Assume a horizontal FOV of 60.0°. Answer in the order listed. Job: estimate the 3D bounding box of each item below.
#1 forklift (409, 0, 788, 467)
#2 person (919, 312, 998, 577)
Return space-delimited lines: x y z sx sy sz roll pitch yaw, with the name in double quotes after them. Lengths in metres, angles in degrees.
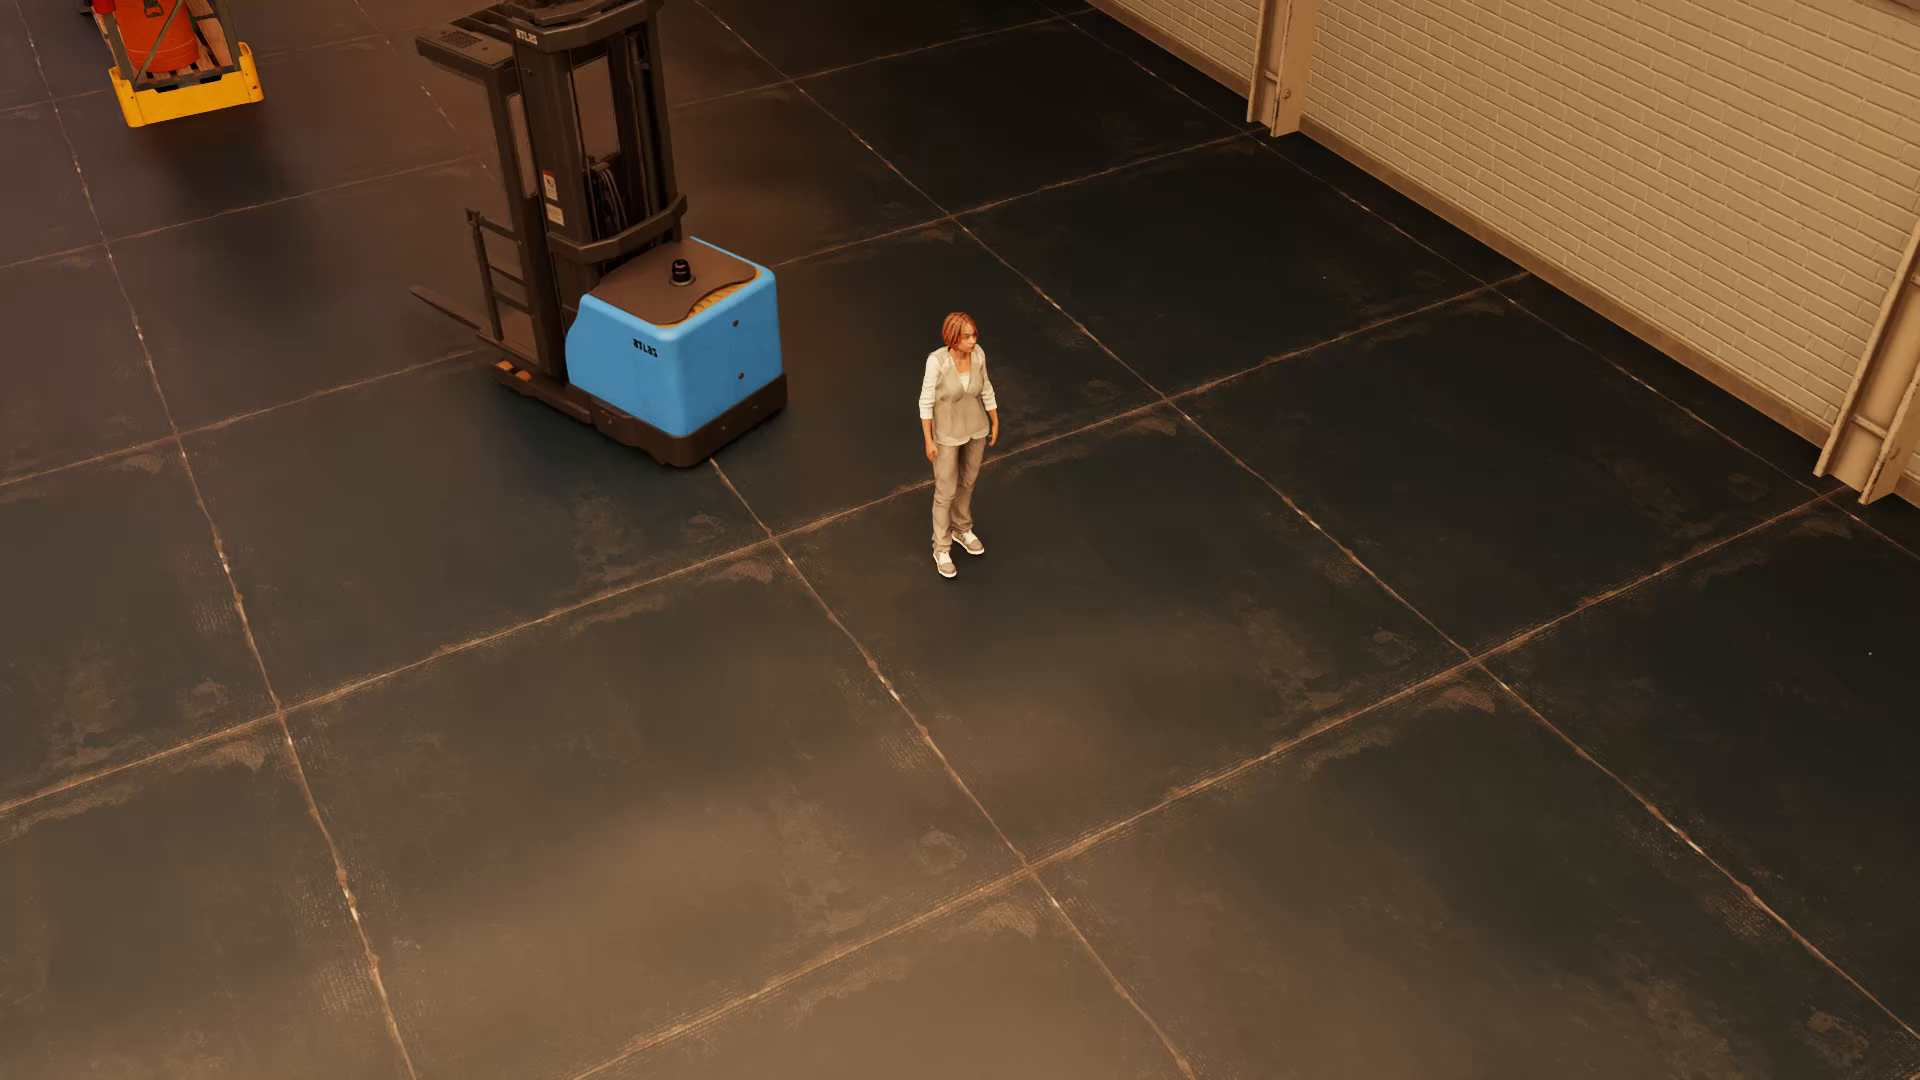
-2.652 -2.375 10.899 3.031 2.935 1.130 26 46 28 "forklift"
0.026 -0.574 9.763 0.521 1.599 0.473 -20 44 -23 "person"
